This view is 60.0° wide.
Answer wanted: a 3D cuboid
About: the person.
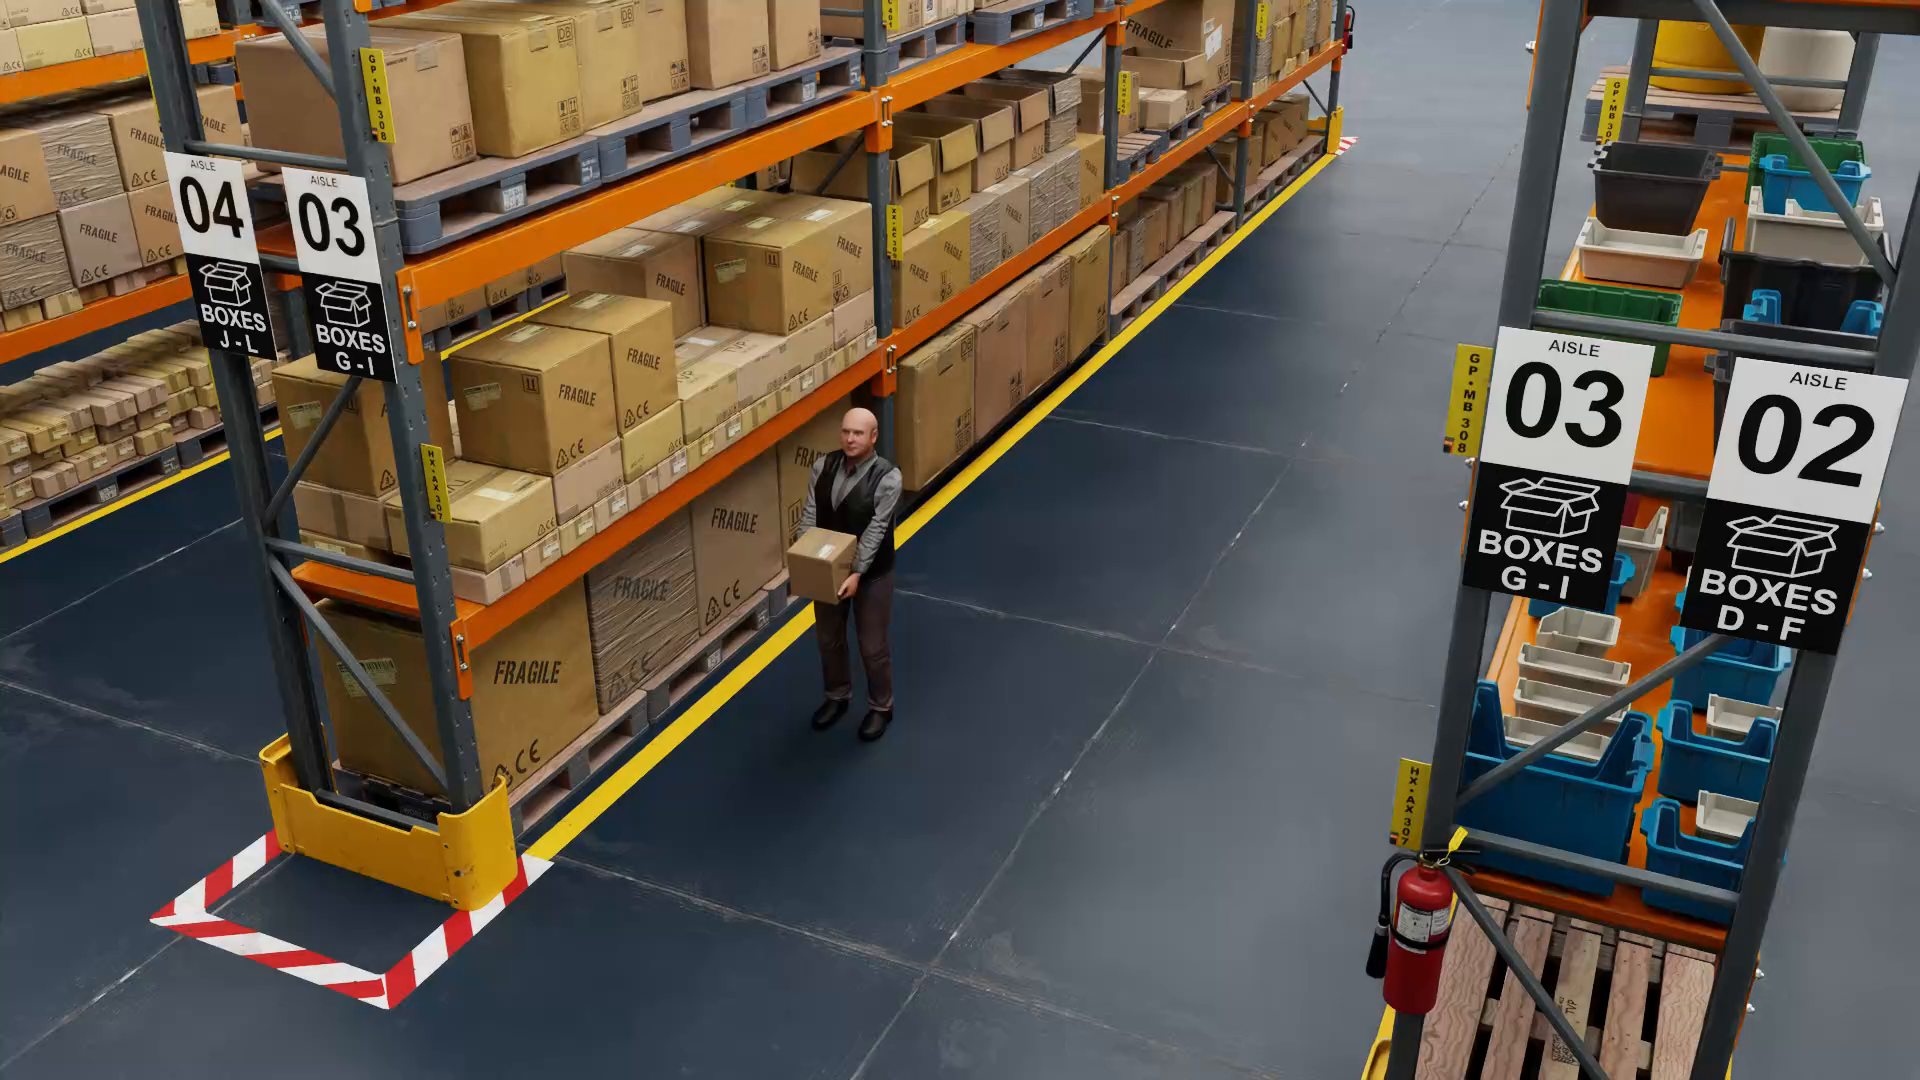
[{"bbox_3d":[-0.561,0.201,8.238,0.494,1.711,0.559,12,28,23],"label":"person"}]
